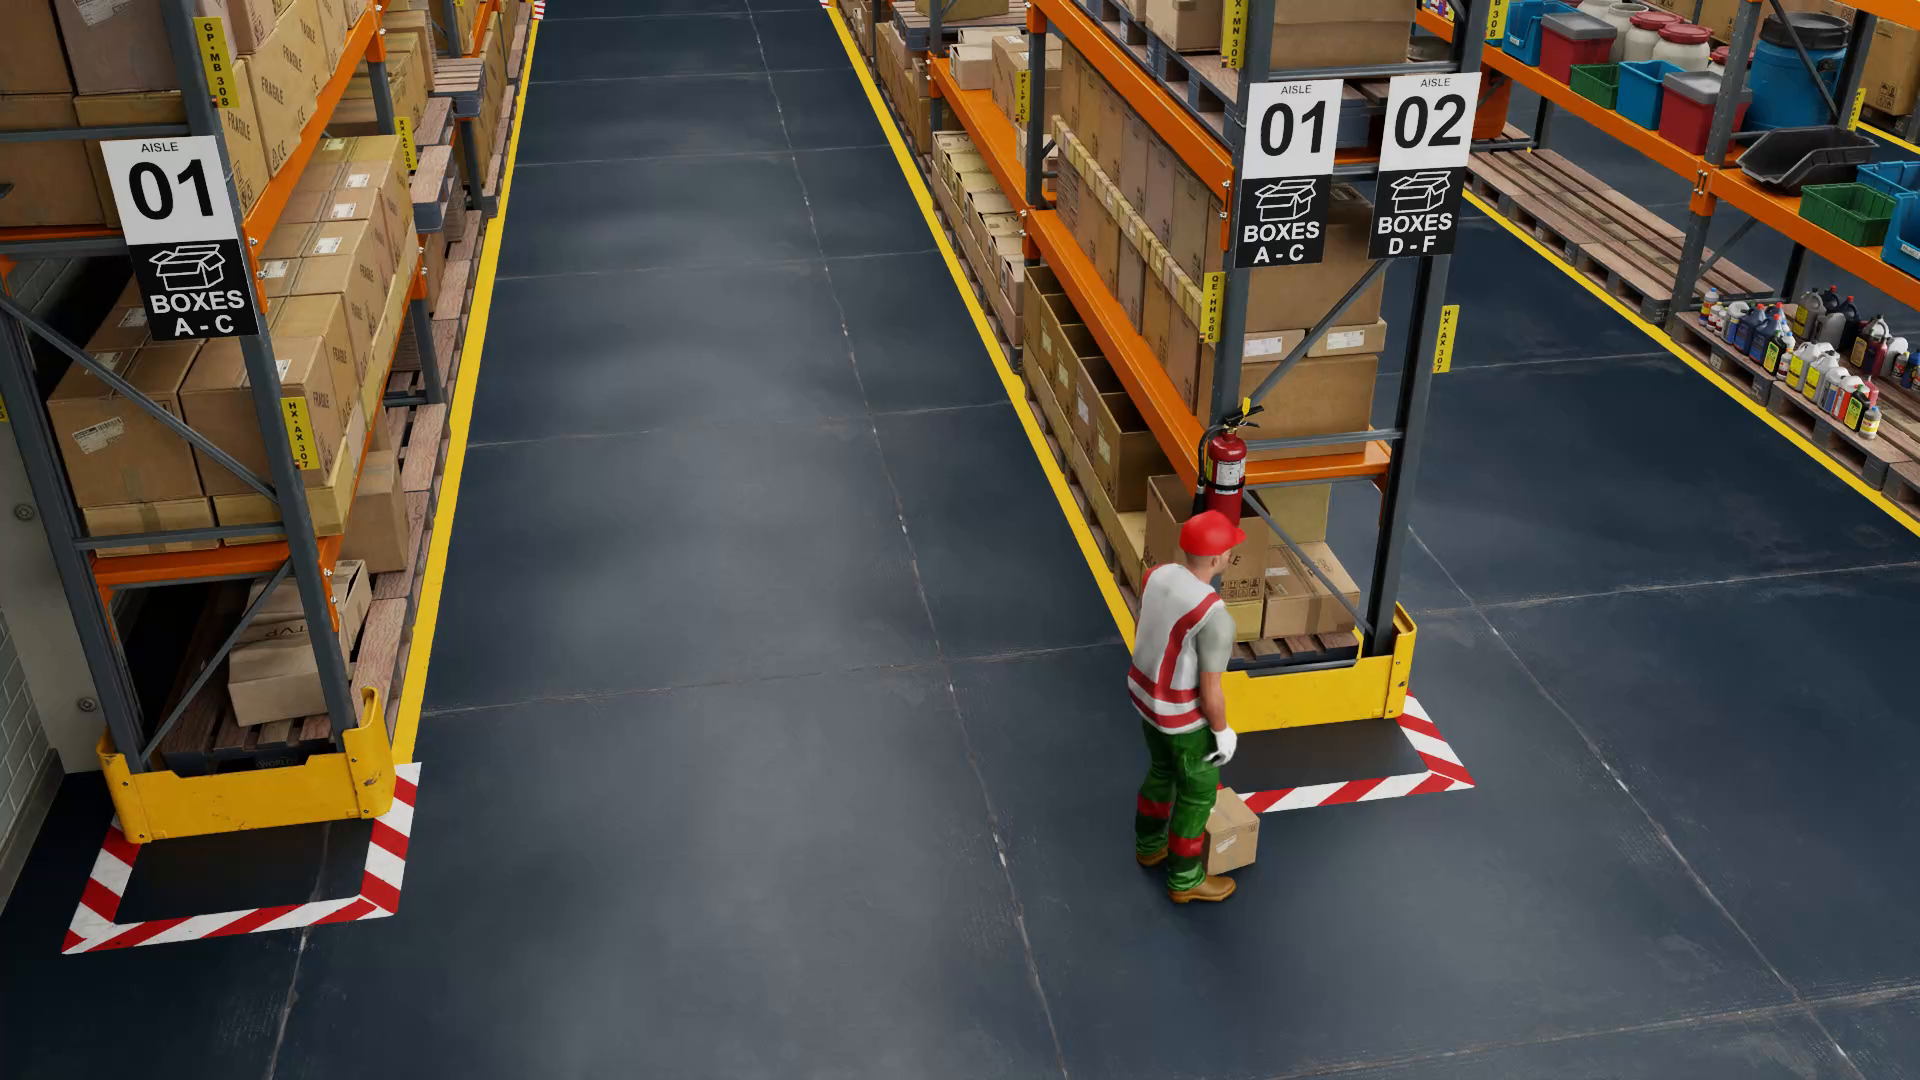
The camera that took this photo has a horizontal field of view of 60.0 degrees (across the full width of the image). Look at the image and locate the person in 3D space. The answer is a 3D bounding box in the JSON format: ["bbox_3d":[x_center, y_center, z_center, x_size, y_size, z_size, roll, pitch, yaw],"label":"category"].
[{"bbox_3d":[0.942,0.689,6.952,0.452,1.778,0.614,-14,33,-22],"label":"person"}]
